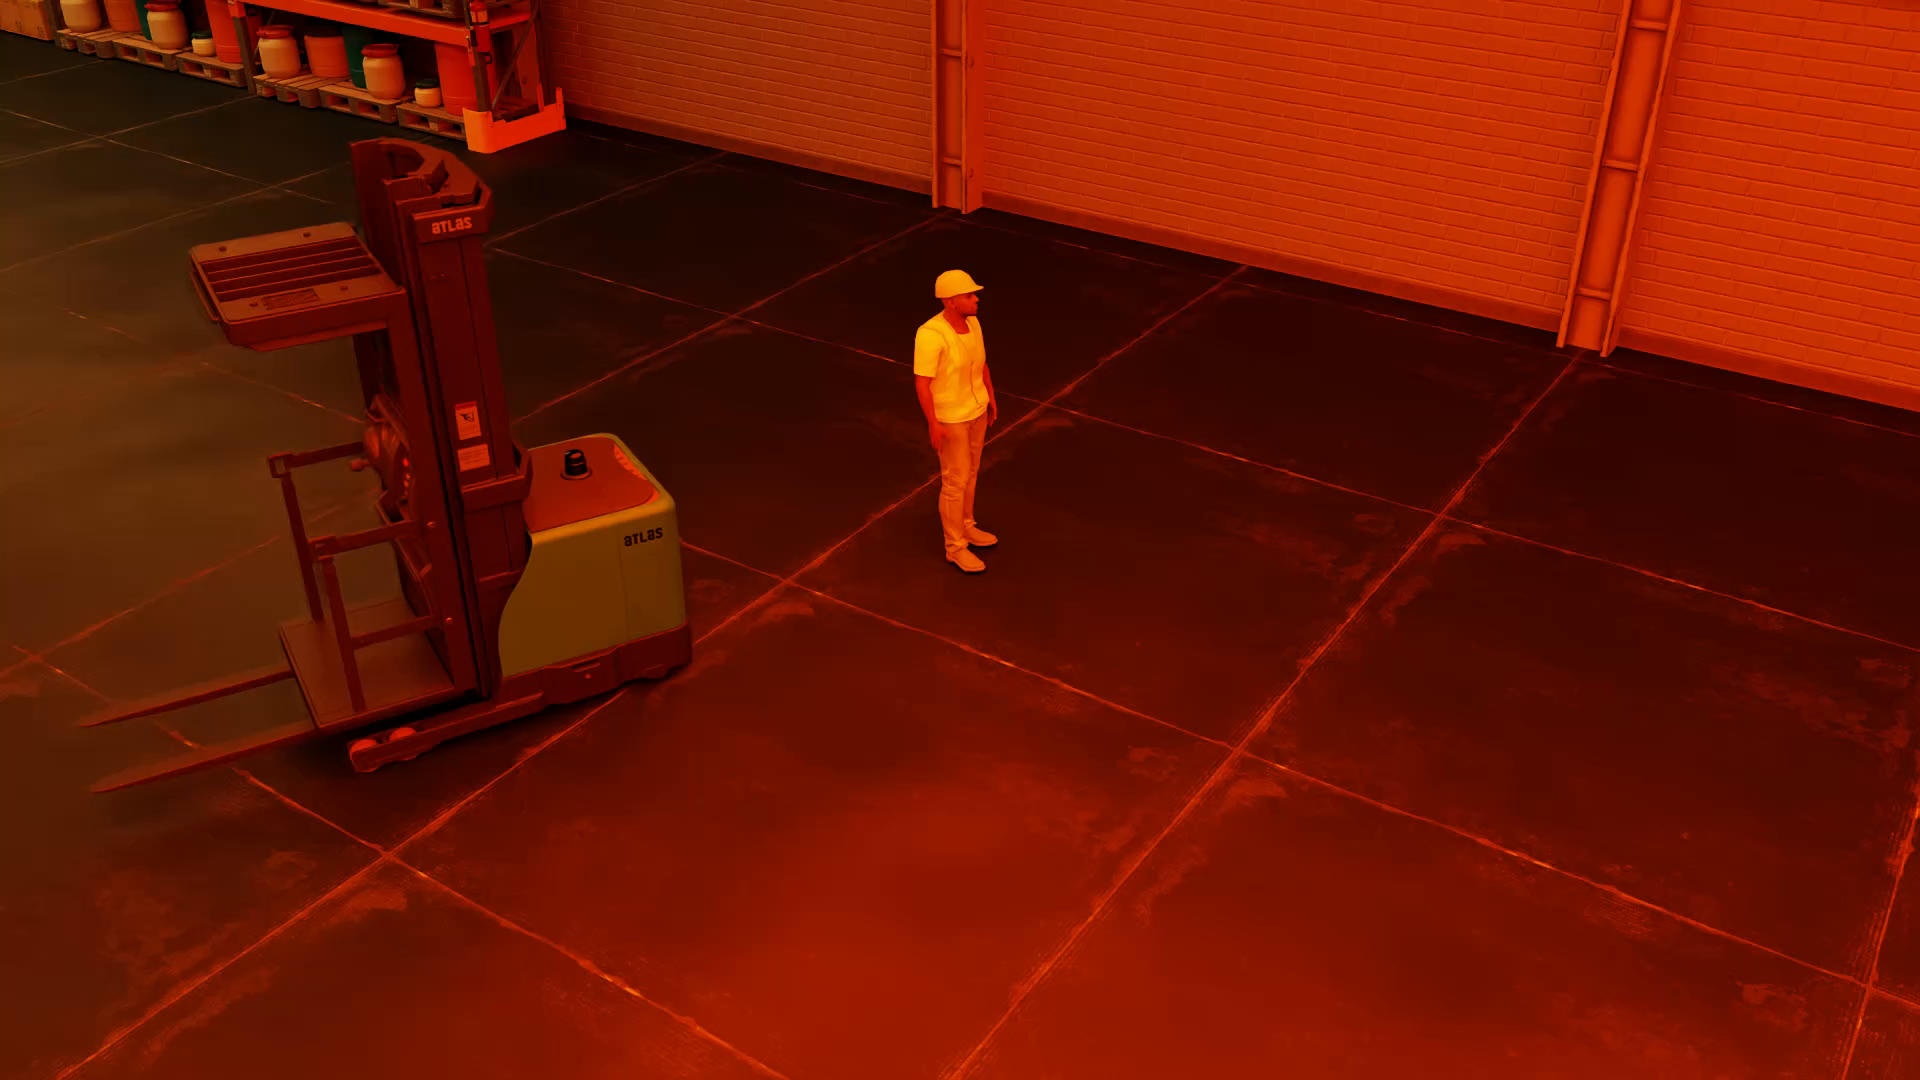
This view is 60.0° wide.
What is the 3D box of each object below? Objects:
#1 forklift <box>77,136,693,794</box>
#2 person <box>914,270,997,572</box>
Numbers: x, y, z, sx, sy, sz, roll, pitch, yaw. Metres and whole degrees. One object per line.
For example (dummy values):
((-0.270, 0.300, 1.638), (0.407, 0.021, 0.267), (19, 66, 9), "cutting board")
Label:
((-3.022, -0.389, 8.251), (3.031, 2.935, 1.130), (-16, 34, -26), "forklift")
((0.055, -0.748, 10.016), (0.575, 1.768, 0.666), (19, 35, 29), "person")
